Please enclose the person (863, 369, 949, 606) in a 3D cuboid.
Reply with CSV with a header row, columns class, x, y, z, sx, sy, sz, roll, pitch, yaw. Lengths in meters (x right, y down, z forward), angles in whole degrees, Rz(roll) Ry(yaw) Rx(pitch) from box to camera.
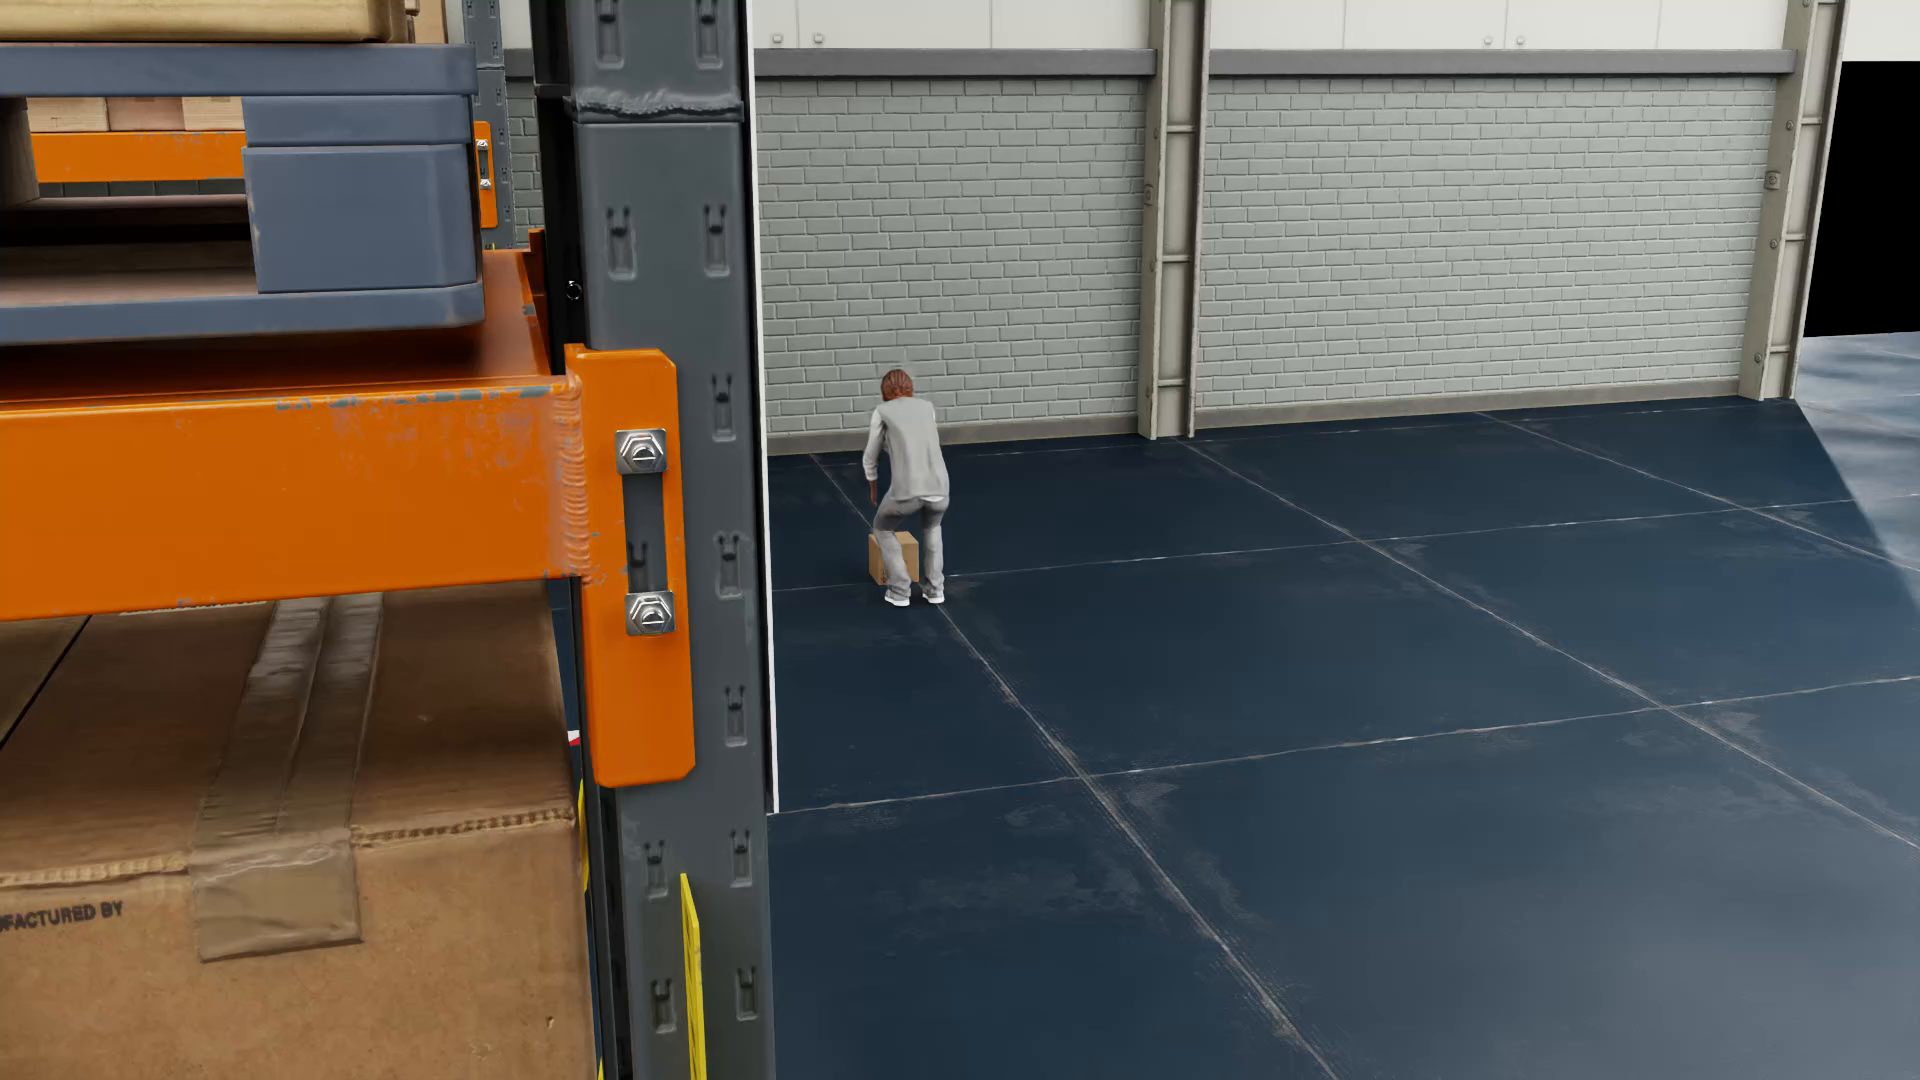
class,x,y,z,sx,sy,sz,roll,pitch,yaw
person,-0.307,-0.284,9.526,0.462,1.325,0.640,-4,17,-15
